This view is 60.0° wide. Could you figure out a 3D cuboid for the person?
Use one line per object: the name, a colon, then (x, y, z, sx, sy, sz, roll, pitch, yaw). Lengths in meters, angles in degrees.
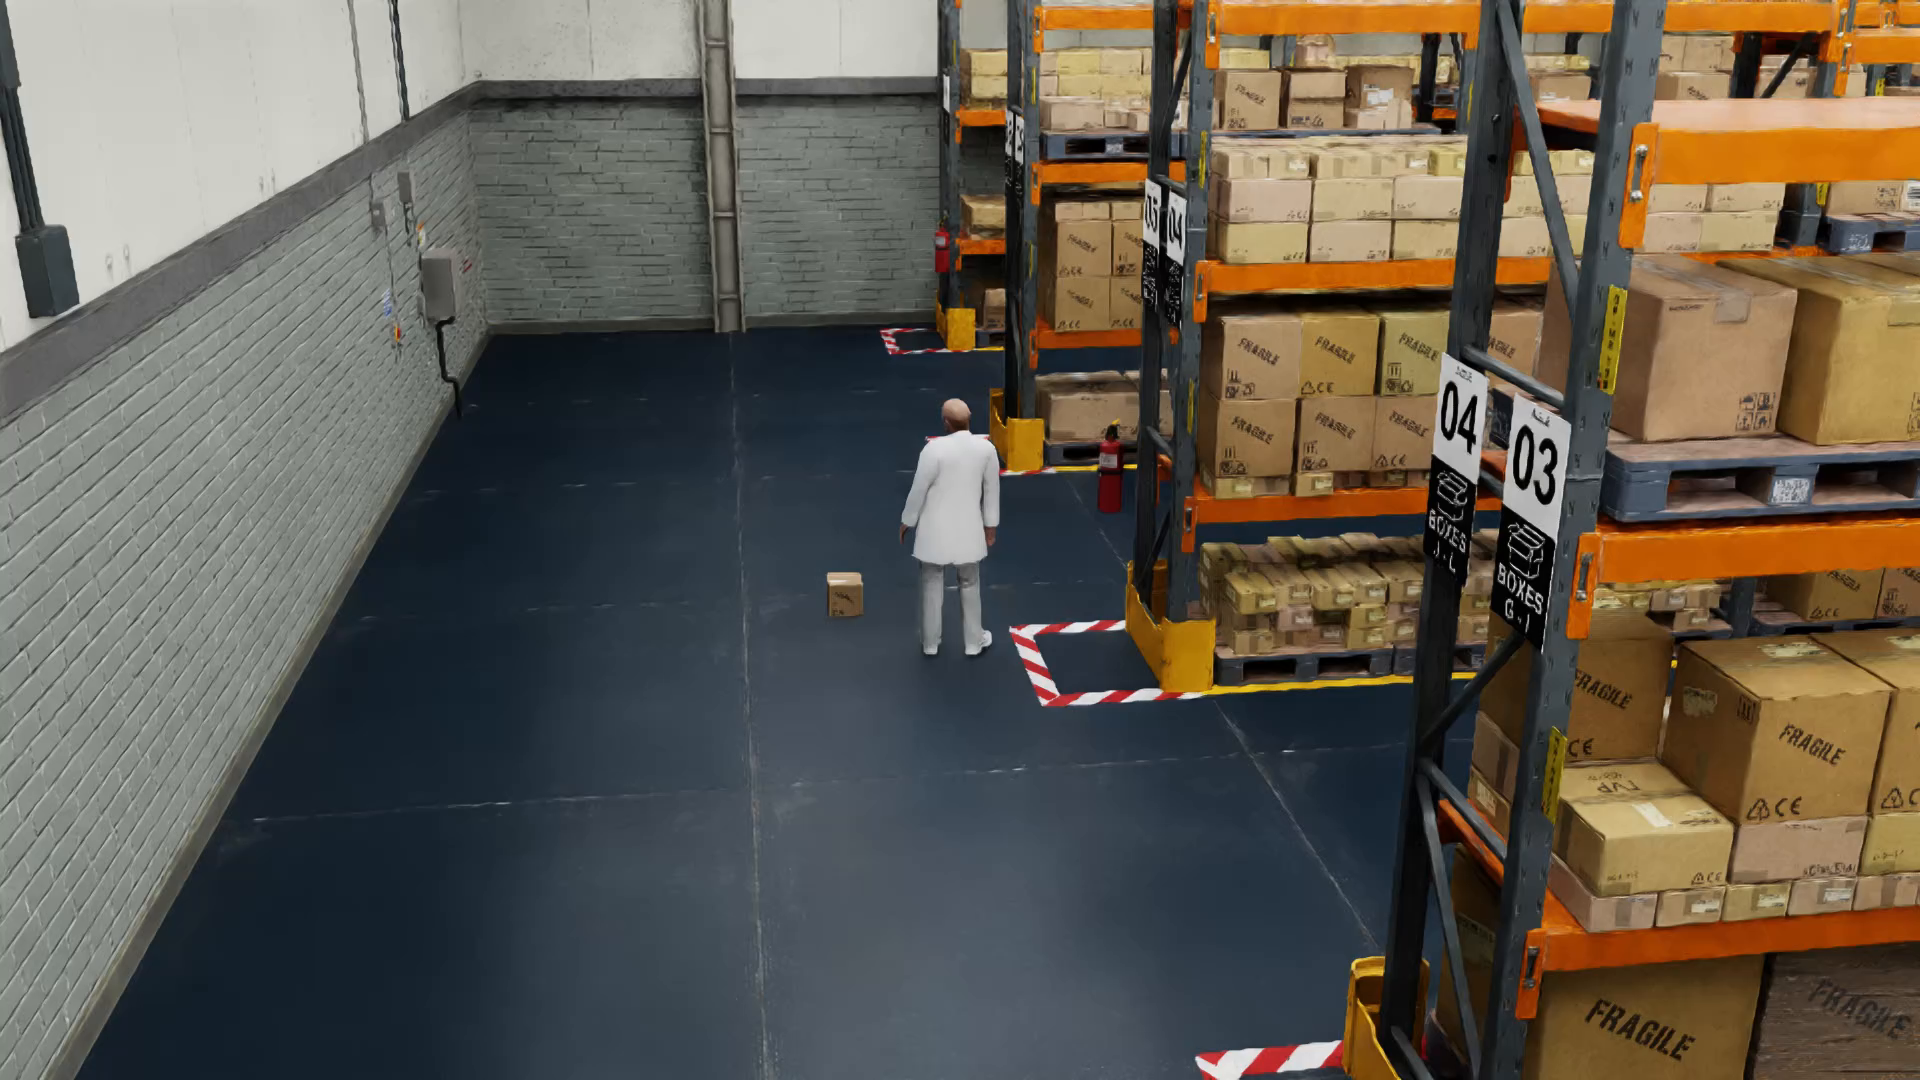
person: (-0.074, -0.095, 11.267, 0.688, 1.793, 0.429, -6, 21, -17)
